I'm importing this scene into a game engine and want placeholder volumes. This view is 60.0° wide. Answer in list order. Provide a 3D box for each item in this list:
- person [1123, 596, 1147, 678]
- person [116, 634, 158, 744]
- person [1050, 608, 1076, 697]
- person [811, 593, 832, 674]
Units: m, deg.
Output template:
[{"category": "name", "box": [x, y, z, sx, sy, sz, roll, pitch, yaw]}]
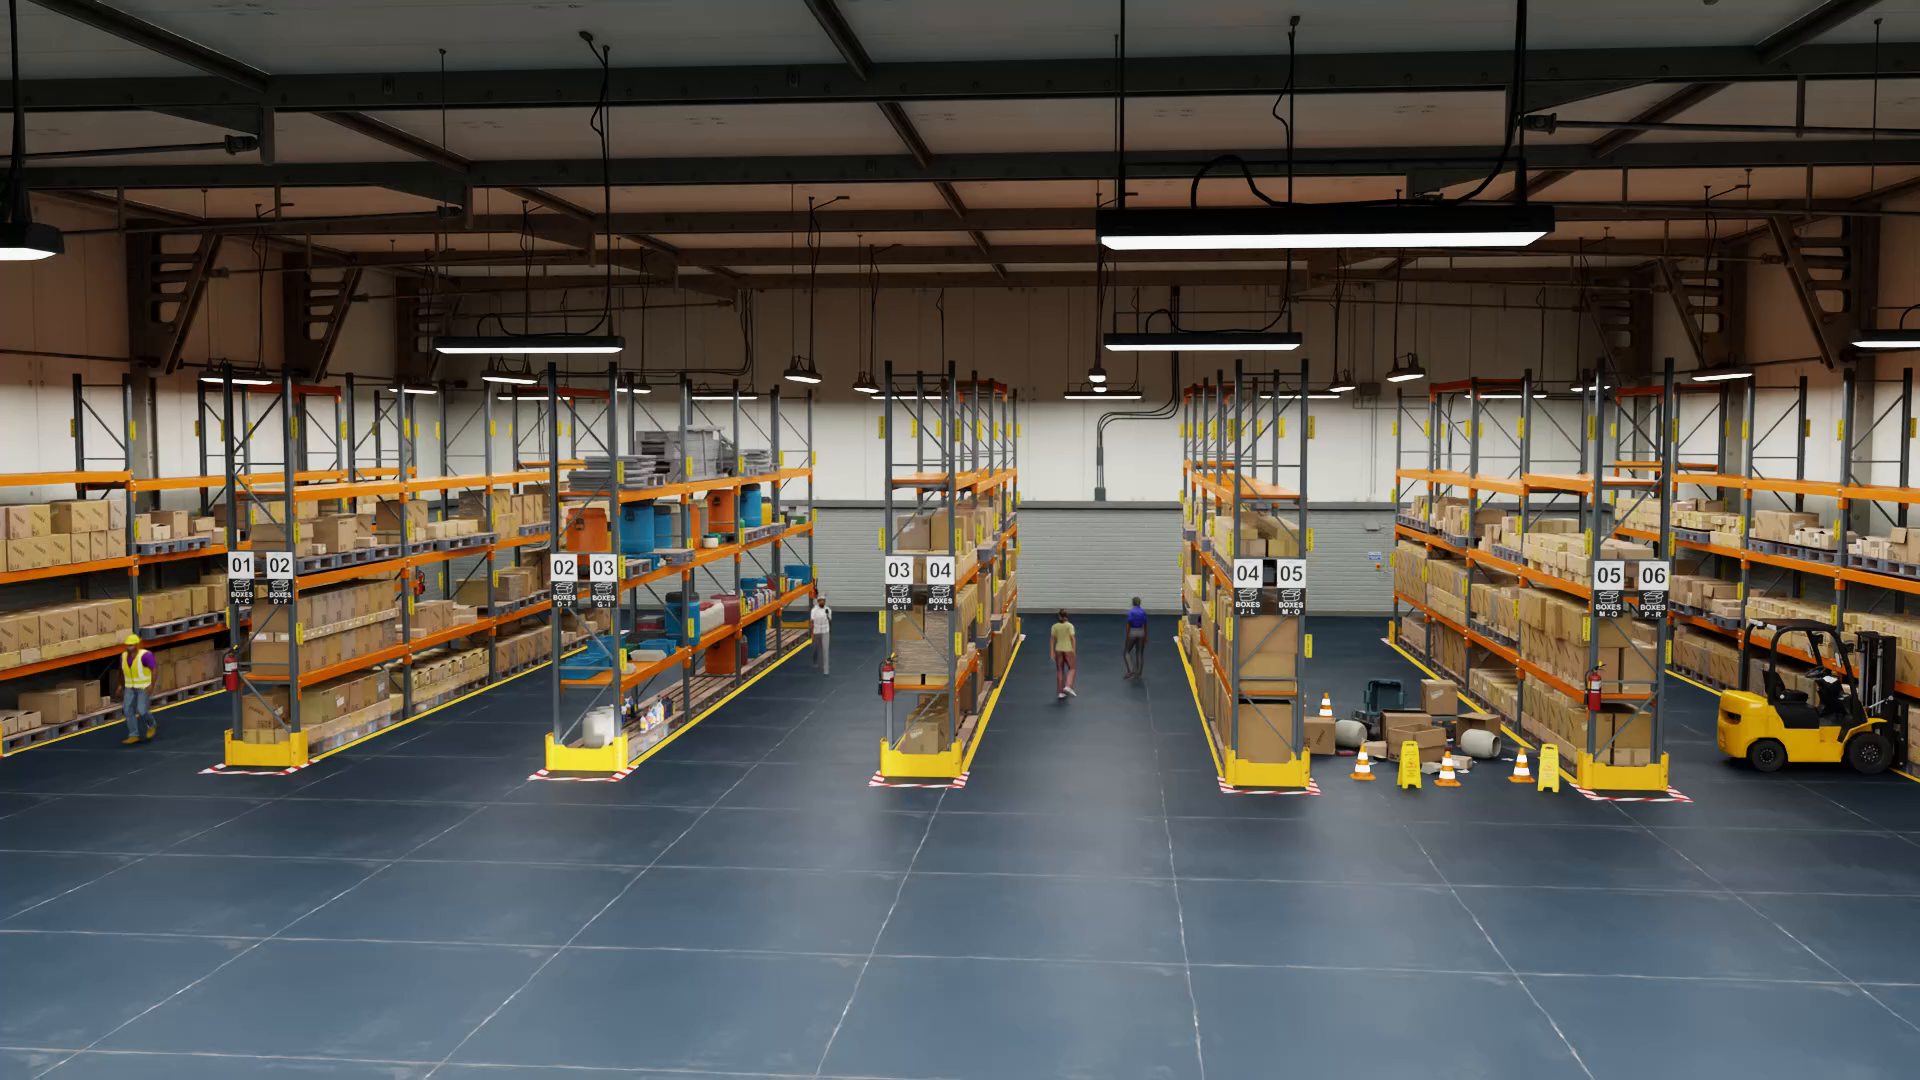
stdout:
[{"category": "person", "box": [3.553, 1.984, 33.659, 0.501, 1.675, 0.365, -1, 4, -18]}, {"category": "person", "box": [-13.239, 2.376, 26.812, 0.672, 1.746, 0.619, 0, 4, 6]}, {"category": "person", "box": [1.940, 2.120, 31.112, 0.515, 1.675, 0.530, 1, 4, 16]}, {"category": "person", "box": [-2.861, 1.904, 34.258, 0.431, 1.644, 0.984, 0, 4, -5]}]
